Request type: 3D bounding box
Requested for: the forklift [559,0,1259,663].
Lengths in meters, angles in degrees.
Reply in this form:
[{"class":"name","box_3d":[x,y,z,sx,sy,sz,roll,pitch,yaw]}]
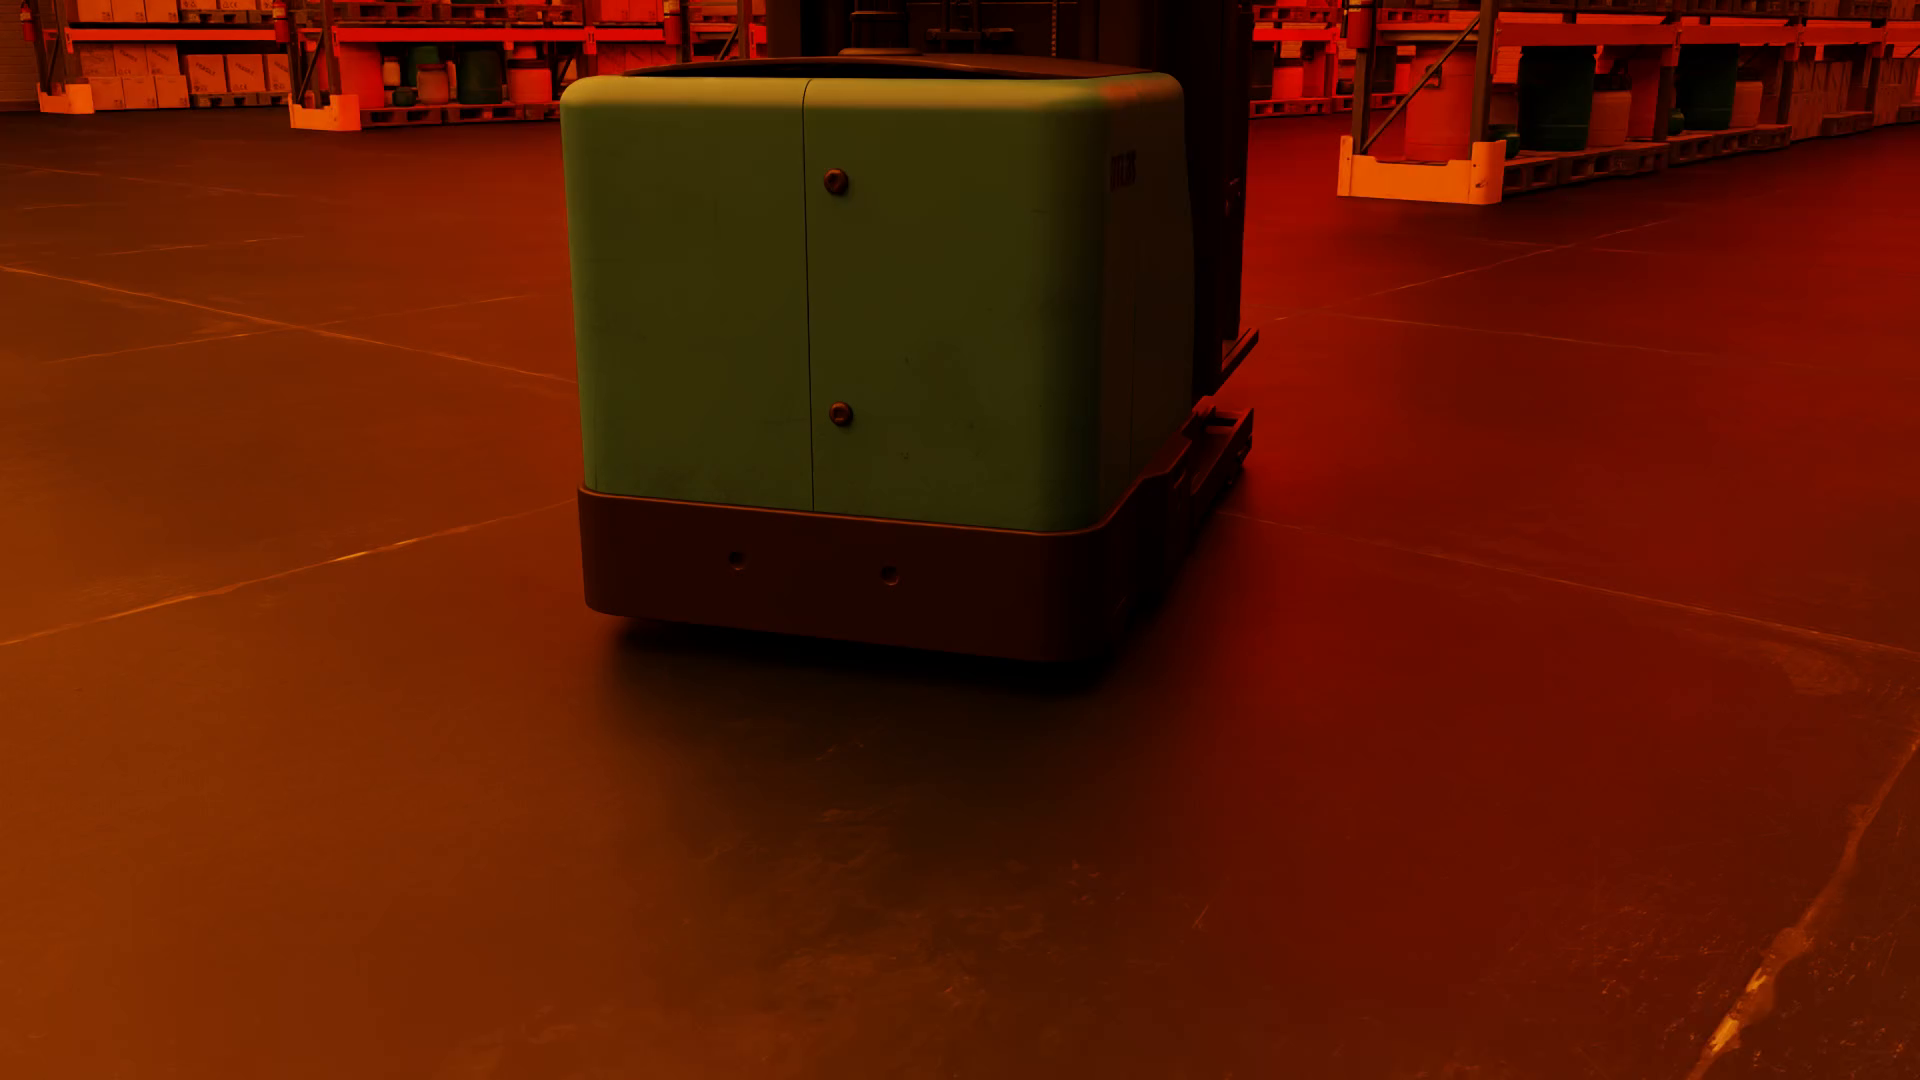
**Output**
[{"class":"forklift","box_3d":[0.182,-1.571,4.072,1.130,2.935,3.031,5,18,17]}]
